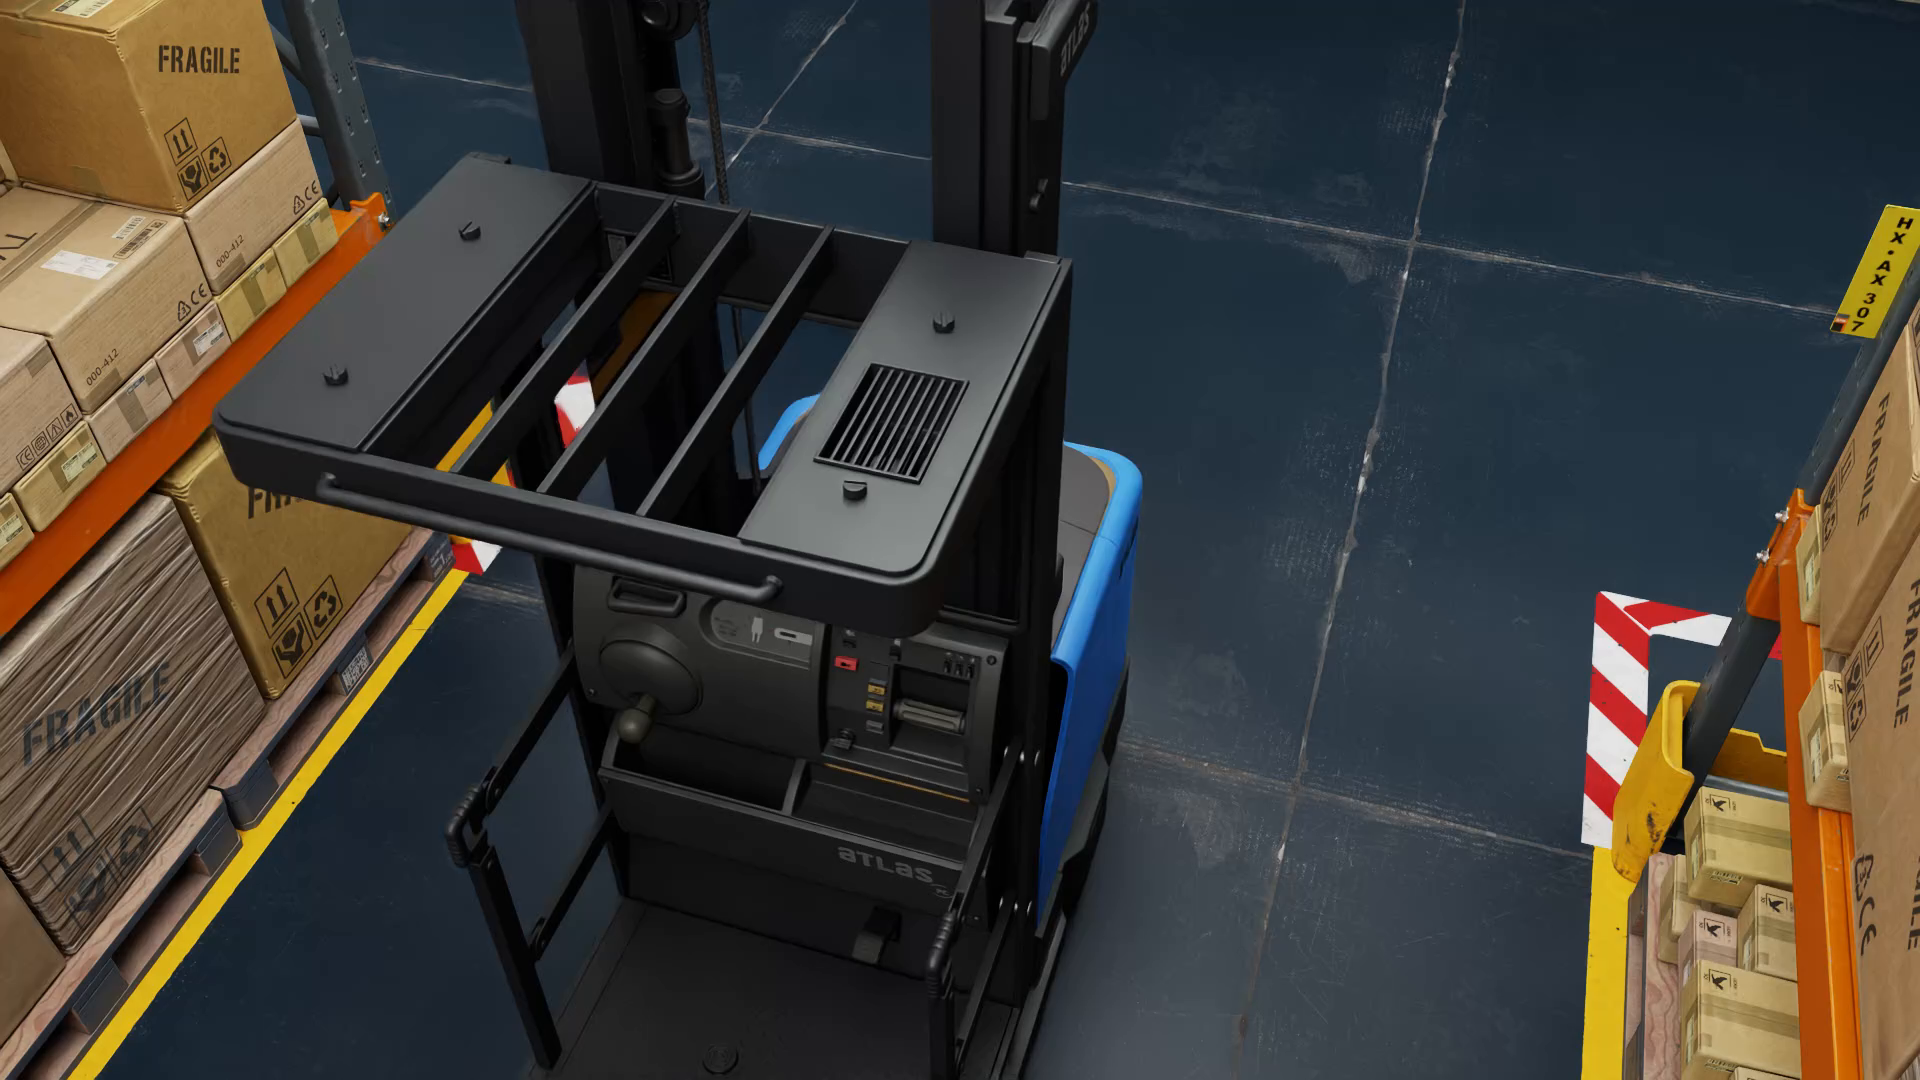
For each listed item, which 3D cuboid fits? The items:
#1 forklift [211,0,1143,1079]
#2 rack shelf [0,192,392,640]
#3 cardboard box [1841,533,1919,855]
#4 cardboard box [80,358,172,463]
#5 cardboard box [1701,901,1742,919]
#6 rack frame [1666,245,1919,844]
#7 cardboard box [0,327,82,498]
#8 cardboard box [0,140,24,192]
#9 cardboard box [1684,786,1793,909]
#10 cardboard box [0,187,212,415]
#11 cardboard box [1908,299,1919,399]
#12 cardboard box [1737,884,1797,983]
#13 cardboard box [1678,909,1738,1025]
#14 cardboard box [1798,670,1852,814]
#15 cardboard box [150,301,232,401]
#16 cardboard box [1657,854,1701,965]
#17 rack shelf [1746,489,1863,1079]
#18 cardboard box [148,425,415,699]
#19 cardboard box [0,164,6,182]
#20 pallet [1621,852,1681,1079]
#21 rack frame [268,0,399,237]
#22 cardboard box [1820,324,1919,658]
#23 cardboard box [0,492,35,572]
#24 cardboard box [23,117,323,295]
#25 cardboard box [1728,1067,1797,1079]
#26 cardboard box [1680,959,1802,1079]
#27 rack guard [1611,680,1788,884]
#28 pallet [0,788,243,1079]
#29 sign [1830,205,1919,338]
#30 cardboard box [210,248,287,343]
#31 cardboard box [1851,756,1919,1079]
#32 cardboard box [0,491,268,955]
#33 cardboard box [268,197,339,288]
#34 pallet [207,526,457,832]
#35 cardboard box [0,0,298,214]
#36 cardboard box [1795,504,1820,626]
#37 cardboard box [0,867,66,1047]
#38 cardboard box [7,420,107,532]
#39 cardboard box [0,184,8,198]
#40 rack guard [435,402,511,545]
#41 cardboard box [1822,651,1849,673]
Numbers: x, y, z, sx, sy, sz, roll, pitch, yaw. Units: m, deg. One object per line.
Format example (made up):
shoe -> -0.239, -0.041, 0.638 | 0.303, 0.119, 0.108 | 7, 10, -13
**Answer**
forklift -> -0.427, 0.376, 3.270 | 1.130, 2.935, 3.031 | 13, 46, 12
rack shelf -> -2.805, 0.325, 3.788 | 1.077, 0.370, 4.000 | 13, 46, 13
cardboard box -> 1.960, 0.313, 3.001 | 0.500, 0.500, 0.500 | 13, 46, 13
cardboard box -> -2.224, -0.361, 4.154 | 0.380, 0.149, 0.250 | 13, 46, 13
cardboard box -> 2.094, 0.910, 4.201 | 0.380, 0.149, 0.250 | 14, 46, 14
rack frame -> 2.497, -0.148, 3.756 | 1.000, 3.000, 0.127 | 13, 46, 13
cardboard box -> -2.401, -0.262, 3.767 | 0.500, 0.250, 0.500 | 11, 45, 11
cardboard box -> -2.602, -1.055, 4.578 | 0.500, 0.250, 0.500 | 11, 46, 11
cardboard box -> 2.015, 0.786, 4.115 | 0.380, 0.149, 0.250 | 11, 45, 11
cardboard box -> -2.247, -0.601, 4.114 | 0.500, 0.250, 0.500 | 12, 46, 12
cardboard box -> 2.108, -0.404, 3.019 | 0.500, 0.500, 0.500 | 12, 46, 12
cardboard box -> 2.046, 0.995, 3.901 | 0.380, 0.149, 0.250 | 13, 46, 13
cardboard box -> 1.957, 1.080, 4.027 | 0.380, 0.149, 0.250 | 12, 46, 12
cardboard box -> 1.917, 0.435, 3.340 | 0.380, 0.149, 0.250 | 11, 46, 11
cardboard box -> -2.148, -0.527, 4.324 | 0.380, 0.149, 0.250 | 13, 46, 13
cardboard box -> 2.034, 1.003, 4.319 | 0.380, 0.149, 0.250 | 13, 46, 13
rack shelf -> 1.892, 1.443, 2.645 | 1.077, 0.370, 4.000 | 13, 46, 13
cardboard box -> -2.317, -0.213, 5.042 | 0.875, 0.875, 0.875 | 13, 46, 13
cardboard box -> -2.753, -0.990, 3.976 | 0.500, 0.500, 0.500 | 12, 46, 12
pallet -> 2.195, 1.434, 4.134 | 1.003, 0.211, 1.213 | 13, 46, 13
rack frame -> -2.199, -1.266, 4.899 | 1.000, 3.000, 0.127 | 13, 46, 13
cardboard box -> 2.098, -0.049, 3.371 | 0.500, 0.500, 0.500 | 15, 46, 14
cardboard box -> -2.379, -0.015, 3.800 | 0.380, 0.149, 0.250 | 13, 46, 13
cardboard box -> -2.093, -0.939, 4.459 | 0.500, 0.250, 0.500 | 12, 46, 12
cardboard box -> 1.851, 1.319, 3.570 | 0.380, 0.149, 0.250 | 10, 45, 11
cardboard box -> 1.848, 1.136, 3.757 | 0.380, 0.149, 0.250 | 12, 46, 12
rack guard -> 2.474, 0.796, 4.579 | 1.175, 0.500, 0.348 | 13, 46, 13
pallet -> -2.738, 1.091, 4.484 | 1.003, 0.211, 1.213 | 13, 46, 12
sign -> 1.980, -0.572, 3.571 | 0.100, 0.325, 0.005 | 13, 46, 13
cardboard box -> -2.070, -0.695, 4.495 | 0.380, 0.149, 0.250 | 13, 46, 13
cardboard box -> 1.800, 0.637, 2.670 | 0.500, 0.500, 0.500 | 13, 46, 13
cardboard box -> -2.592, 0.394, 4.422 | 0.875, 0.875, 0.875 | 13, 46, 13
cardboard box -> -1.993, -0.869, 4.673 | 0.380, 0.149, 0.250 | 13, 46, 13
pallet -> -2.367, 0.281, 5.312 | 1.003, 0.211, 1.213 | 13, 46, 13
cardboard box -> -2.096, -1.206, 4.196 | 0.500, 0.500, 0.500 | 13, 46, 13
cardboard box -> 2.087, 0.089, 3.694 | 0.380, 0.149, 0.250 | 12, 46, 12
cardboard box -> -2.862, 0.987, 3.815 | 0.875, 0.875, 0.875 | 13, 46, 13
cardboard box -> -2.301, -0.188, 3.977 | 0.380, 0.149, 0.250 | 12, 46, 12
cardboard box -> -2.753, -0.708, 4.223 | 0.500, 0.250, 0.500 | 12, 46, 12
rack guard -> -2.192, -0.388, 5.789 | 1.175, 0.500, 0.348 | 13, 46, 13
cardboard box -> 2.049, 0.267, 3.512 | 0.380, 0.149, 0.250 | 14, 46, 14
